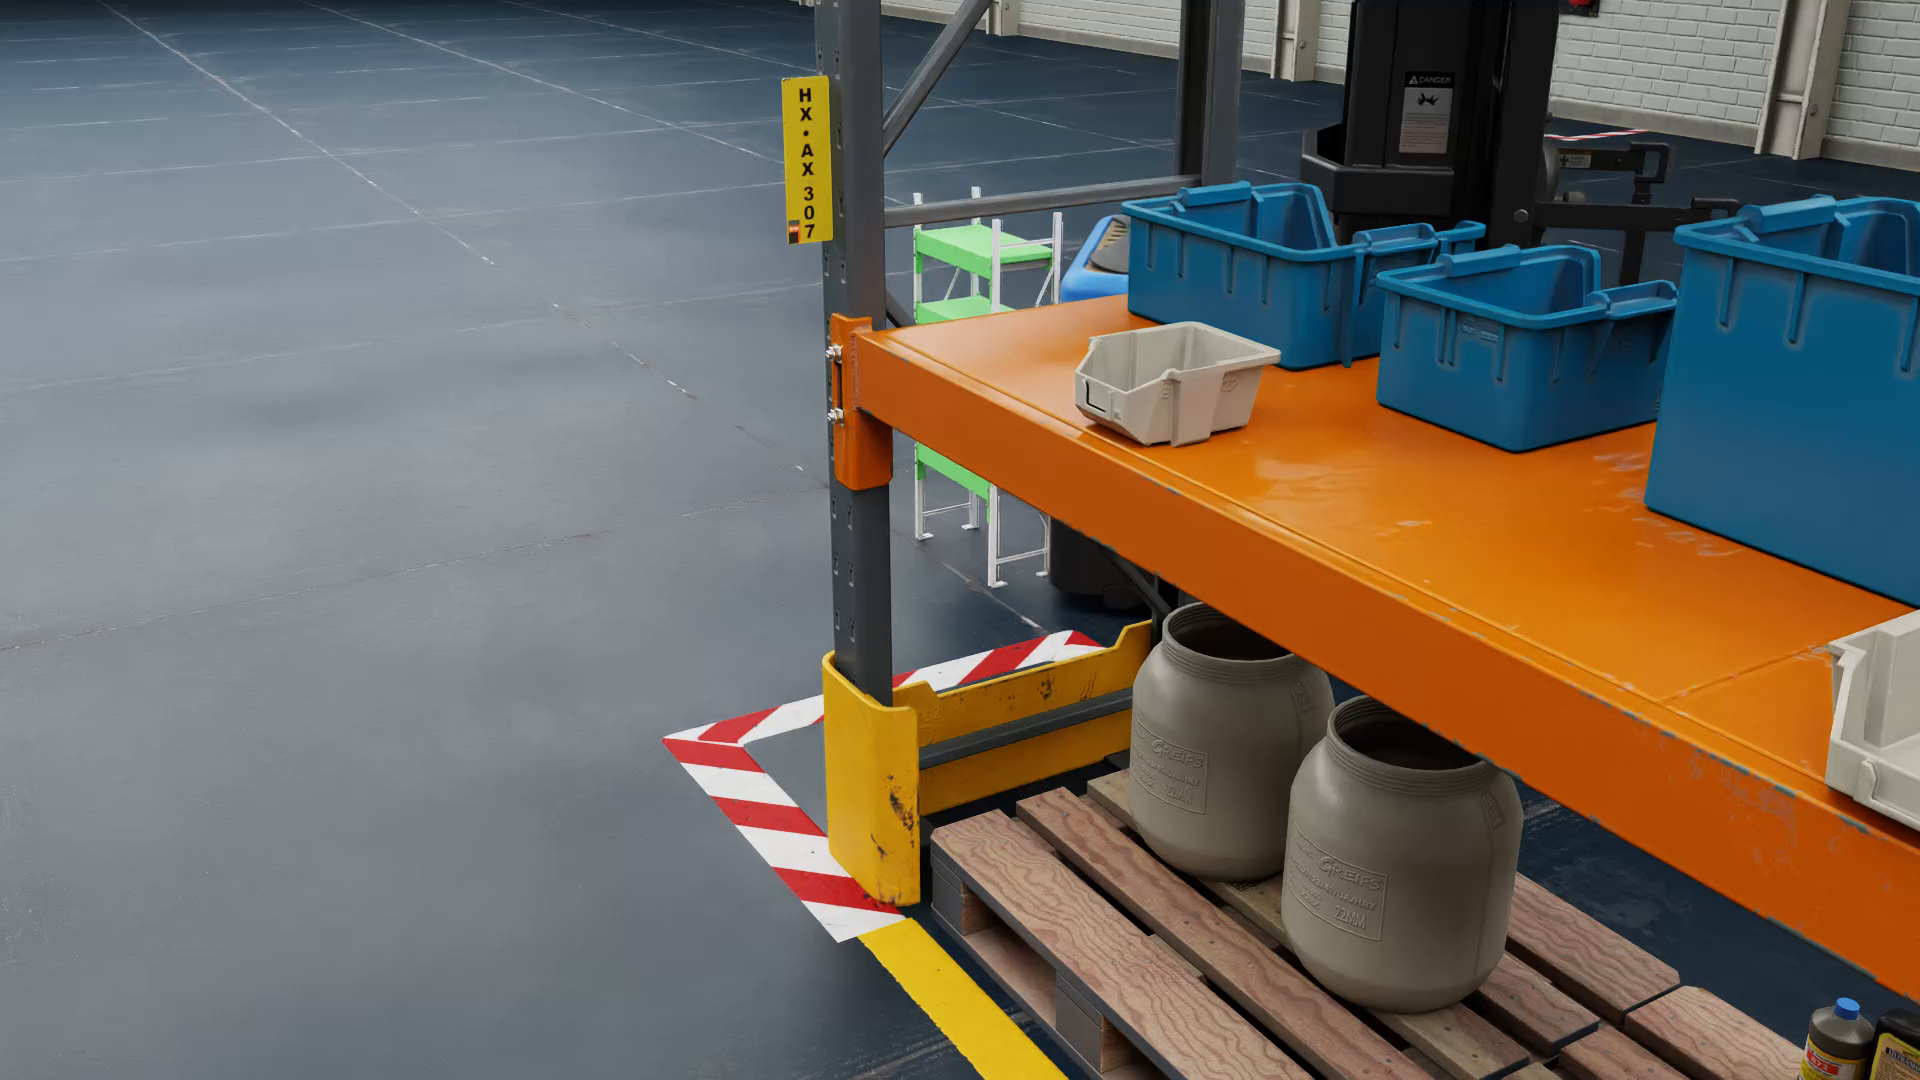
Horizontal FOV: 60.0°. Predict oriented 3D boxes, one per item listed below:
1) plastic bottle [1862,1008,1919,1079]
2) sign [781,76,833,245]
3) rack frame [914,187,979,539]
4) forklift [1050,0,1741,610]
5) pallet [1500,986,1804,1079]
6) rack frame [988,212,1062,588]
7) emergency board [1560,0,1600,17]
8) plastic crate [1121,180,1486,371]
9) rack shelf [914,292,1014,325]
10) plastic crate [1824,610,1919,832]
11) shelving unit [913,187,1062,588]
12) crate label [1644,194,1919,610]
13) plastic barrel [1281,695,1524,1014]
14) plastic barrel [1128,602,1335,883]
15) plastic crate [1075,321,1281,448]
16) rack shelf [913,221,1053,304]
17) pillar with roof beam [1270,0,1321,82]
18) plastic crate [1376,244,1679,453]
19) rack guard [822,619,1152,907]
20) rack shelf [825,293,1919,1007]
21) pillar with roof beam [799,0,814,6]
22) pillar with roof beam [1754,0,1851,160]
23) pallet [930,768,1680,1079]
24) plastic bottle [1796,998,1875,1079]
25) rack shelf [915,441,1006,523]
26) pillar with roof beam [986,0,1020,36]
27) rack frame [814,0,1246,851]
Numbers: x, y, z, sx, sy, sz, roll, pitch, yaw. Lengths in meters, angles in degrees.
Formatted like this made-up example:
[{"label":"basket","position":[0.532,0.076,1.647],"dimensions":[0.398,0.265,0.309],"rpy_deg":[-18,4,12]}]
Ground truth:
[{"label":"plastic bottle","position":[1.562,0.866,2.720],"dimensions":[0.061,0.283,0.133],"rpy_deg":[-12,25,-27]},{"label":"sign","position":[-0.304,-0.757,3.322],"dimensions":[0.100,0.325,0.005],"rpy_deg":[-13,25,-28]},{"label":"rack frame","position":[-0.046,-0.584,5.650],"dimensions":[0.240,1.200,0.015],"rpy_deg":[-12,25,-28]},{"label":"forklift","position":[1.857,-1.211,4.898],"dimensions":[3.031,2.935,1.130],"rpy_deg":[4,23,11]},{"label":"pallet","position":[1.280,1.233,2.498],"dimensions":[1.003,0.211,1.213],"rpy_deg":[-13,25,-28]},{"label":"rack frame","position":[0.201,-0.424,5.261],"dimensions":[0.240,1.200,0.015],"rpy_deg":[-12,25,-28]},{"label":"emergency board","position":[5.495,-5.328,14.936],"dimensions":[0.194,1.169,0.643],"rpy_deg":[-13,25,-28]},{"label":"plastic crate","position":[0.684,-0.560,3.402],"dimensions":[0.499,0.251,0.616],"rpy_deg":[-13,25,-28]},{"label":"rack shelf","position":[0.079,-0.667,5.389],"dimensions":[0.258,0.148,0.480],"rpy_deg":[-12,25,-28]},{"label":"plastic crate","position":[1.167,0.207,1.669],"dimensions":[0.530,0.136,0.437],"rpy_deg":[-13,25,-28]},{"label":"shelving unit","position":[0.078,-0.504,5.456],"dimensions":[0.258,1.200,0.503],"rpy_deg":[-12,25,-28]},{"label":"crate label","position":[1.344,-0.206,2.287],"dimensions":[0.502,0.435,0.616],"rpy_deg":[-13,25,-28]},{"label":"plastic barrel","position":[0.829,0.586,3.133],"dimensions":[0.421,0.512,0.421],"rpy_deg":[0,22,0]},{"label":"plastic barrel","position":[0.573,0.423,3.533],"dimensions":[0.421,0.512,0.421],"rpy_deg":[0,22,0]},{"label":"plastic crate","position":[0.352,-0.259,2.816],"dimensions":[0.298,0.136,0.250],"rpy_deg":[-13,25,-28]},{"label":"rack shelf","position":[0.080,-0.890,5.298],"dimensions":[0.258,0.148,0.480],"rpy_deg":[-12,25,-28]},{"label":"pillar with roof beam","position":[-0.041,-8.414,14.561],"dimensions":[9.100,9.000,0.400],"rpy_deg":[-13,25,-28]},{"label":"plastic crate","position":[1.011,-0.348,2.882],"dimensions":[0.499,0.251,0.408],"rpy_deg":[-13,25,-28]},{"label":"rack guard","position":[0.251,0.441,4.064],"dimensions":[1.175,0.500,0.348],"rpy_deg":[-13,25,-28]},{"label":"rack shelf","position":[1.193,0.248,2.174],"dimensions":[1.077,0.370,4.000],"rpy_deg":[-13,25,-28]},{"label":"pillar with roof beam","position":[-6.171,-12.299,24.118],"dimensions":[9.100,9.000,0.400],"rpy_deg":[-13,25,-28]},{"label":"pillar with roof beam","position":[3.024,-6.472,9.783],"dimensions":[9.100,9.000,0.400],"rpy_deg":[-13,25,-28]},{"label":"pallet","position":[0.661,0.838,3.468],"dimensions":[1.003,0.211,1.213],"rpy_deg":[-13,25,-28]},{"label":"plastic bottle","position":[1.486,0.870,2.820],"dimensions":[0.097,0.201,0.097],"rpy_deg":[0,22,0]},{"label":"rack shelf","position":[0.077,-0.223,5.570],"dimensions":[0.258,0.148,0.480],"rpy_deg":[-12,25,-28]},{"label":"pillar with roof beam","position":[-3.106,-10.356,19.340],"dimensions":[9.100,9.000,0.400],"rpy_deg":[-13,25,-28]},{"label":"rack frame","position":[0.171,-0.733,3.631],"dimensions":[1.000,3.000,0.127],"rpy_deg":[-13,25,-28]}]
